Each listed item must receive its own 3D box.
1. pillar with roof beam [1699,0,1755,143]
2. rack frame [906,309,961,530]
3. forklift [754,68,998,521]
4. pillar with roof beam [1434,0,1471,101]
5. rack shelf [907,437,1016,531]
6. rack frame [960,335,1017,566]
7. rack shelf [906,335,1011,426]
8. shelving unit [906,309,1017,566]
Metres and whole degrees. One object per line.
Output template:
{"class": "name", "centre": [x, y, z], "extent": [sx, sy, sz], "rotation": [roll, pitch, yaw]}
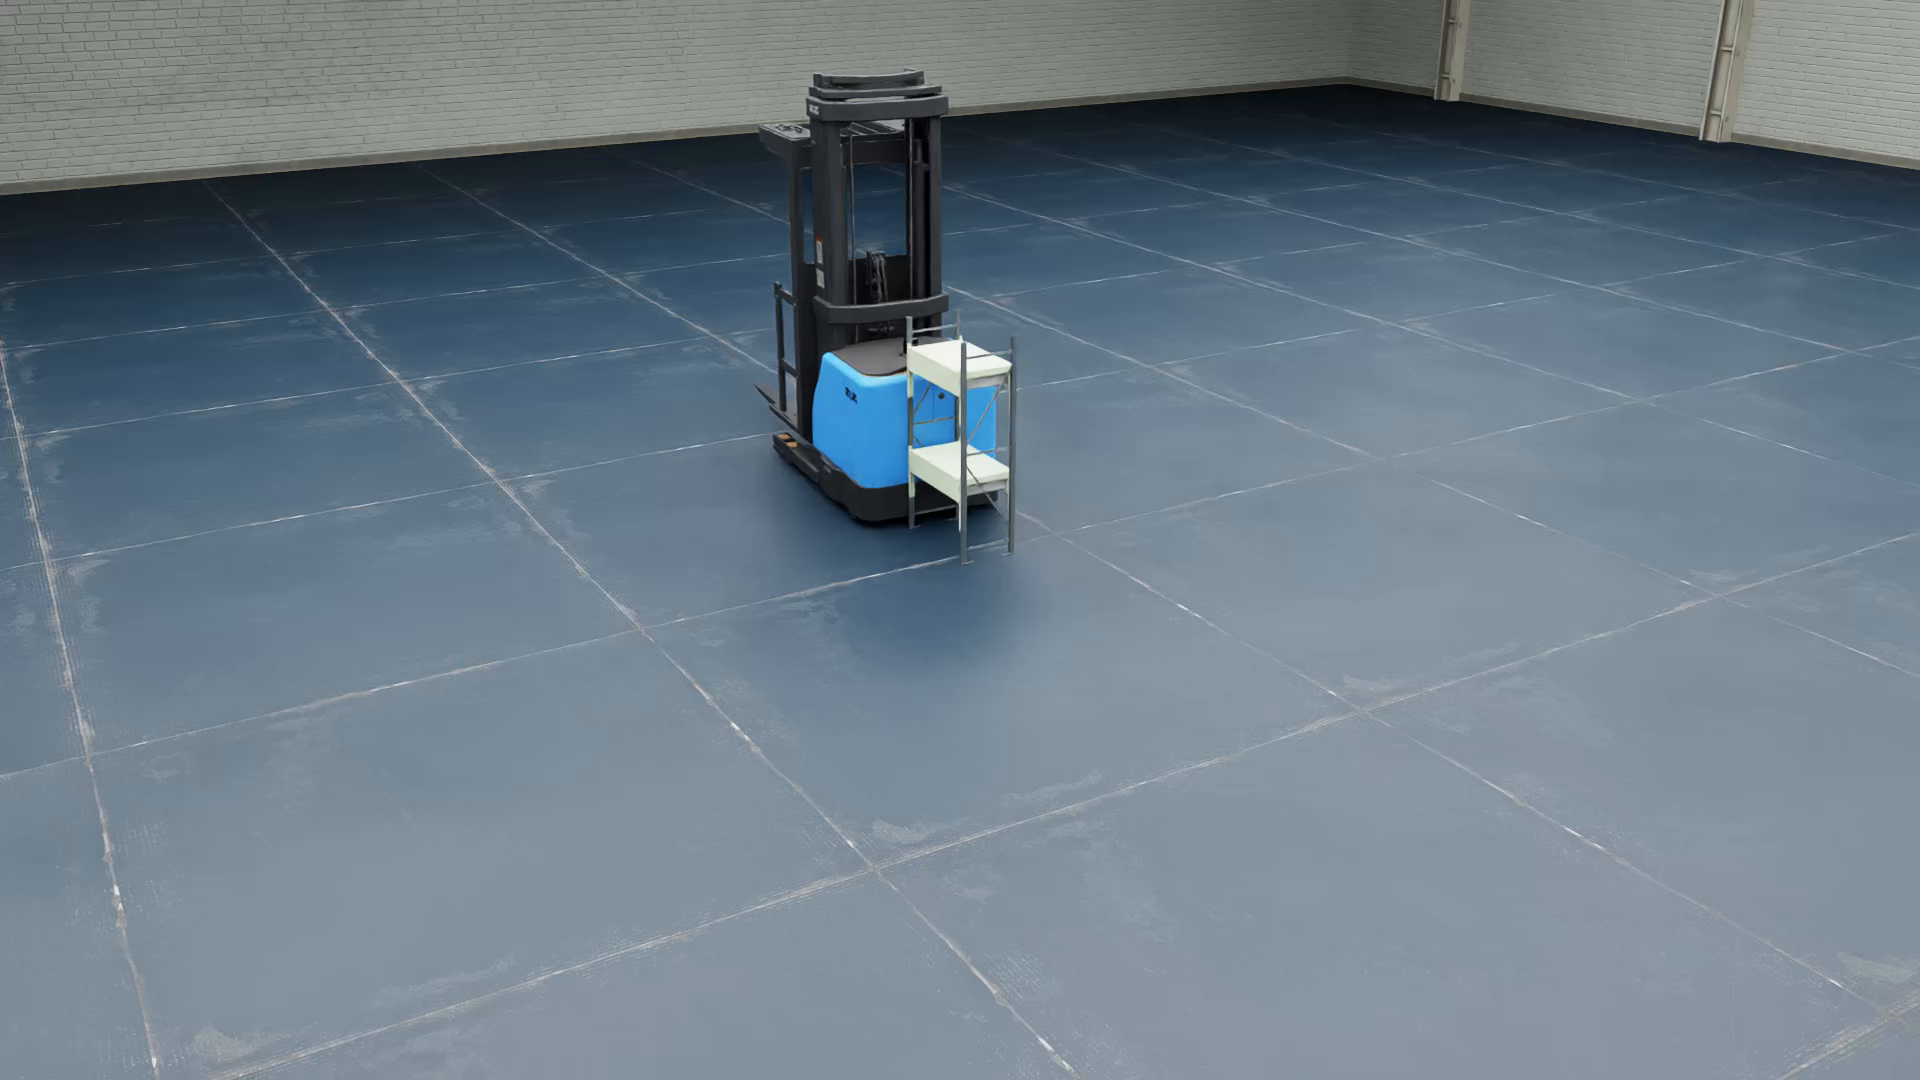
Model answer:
{"class": "pillar with roof beam", "centre": [8.856, -9.985, 23.927], "extent": [9.100, 9.000, 0.400], "rotation": [-13, 25, -28]}
{"class": "rack frame", "centre": [-0.174, -0.807, 11.306], "extent": [0.400, 1.500, 0.023], "rotation": [-12, 25, -27]}
{"class": "forklift", "centre": [-0.800, -2.006, 12.353], "extent": [1.130, 2.935, 3.031], "rotation": [-10, 24, -22]}
{"class": "pillar with roof beam", "centre": [5.791, -11.927, 28.705], "extent": [9.100, 9.000, 0.400], "rotation": [-13, 25, -28]}
{"class": "rack shelf", "centre": [0.005, -0.385, 11.132], "extent": [0.431, 0.370, 0.720], "rotation": [-12, 25, -27]}
{"class": "rack frame", "centre": [0.183, -0.566, 10.713], "extent": [0.400, 1.500, 0.023], "rotation": [-12, 25, -27]}
{"class": "rack shelf", "centre": [0.005, -1.048, 10.863], "extent": [0.431, 0.370, 0.720], "rotation": [-12, 25, -27]}
{"class": "shelving unit", "centre": [0.005, -0.687, 11.009], "extent": [0.431, 1.500, 0.755], "rotation": [-12, 25, -27]}
